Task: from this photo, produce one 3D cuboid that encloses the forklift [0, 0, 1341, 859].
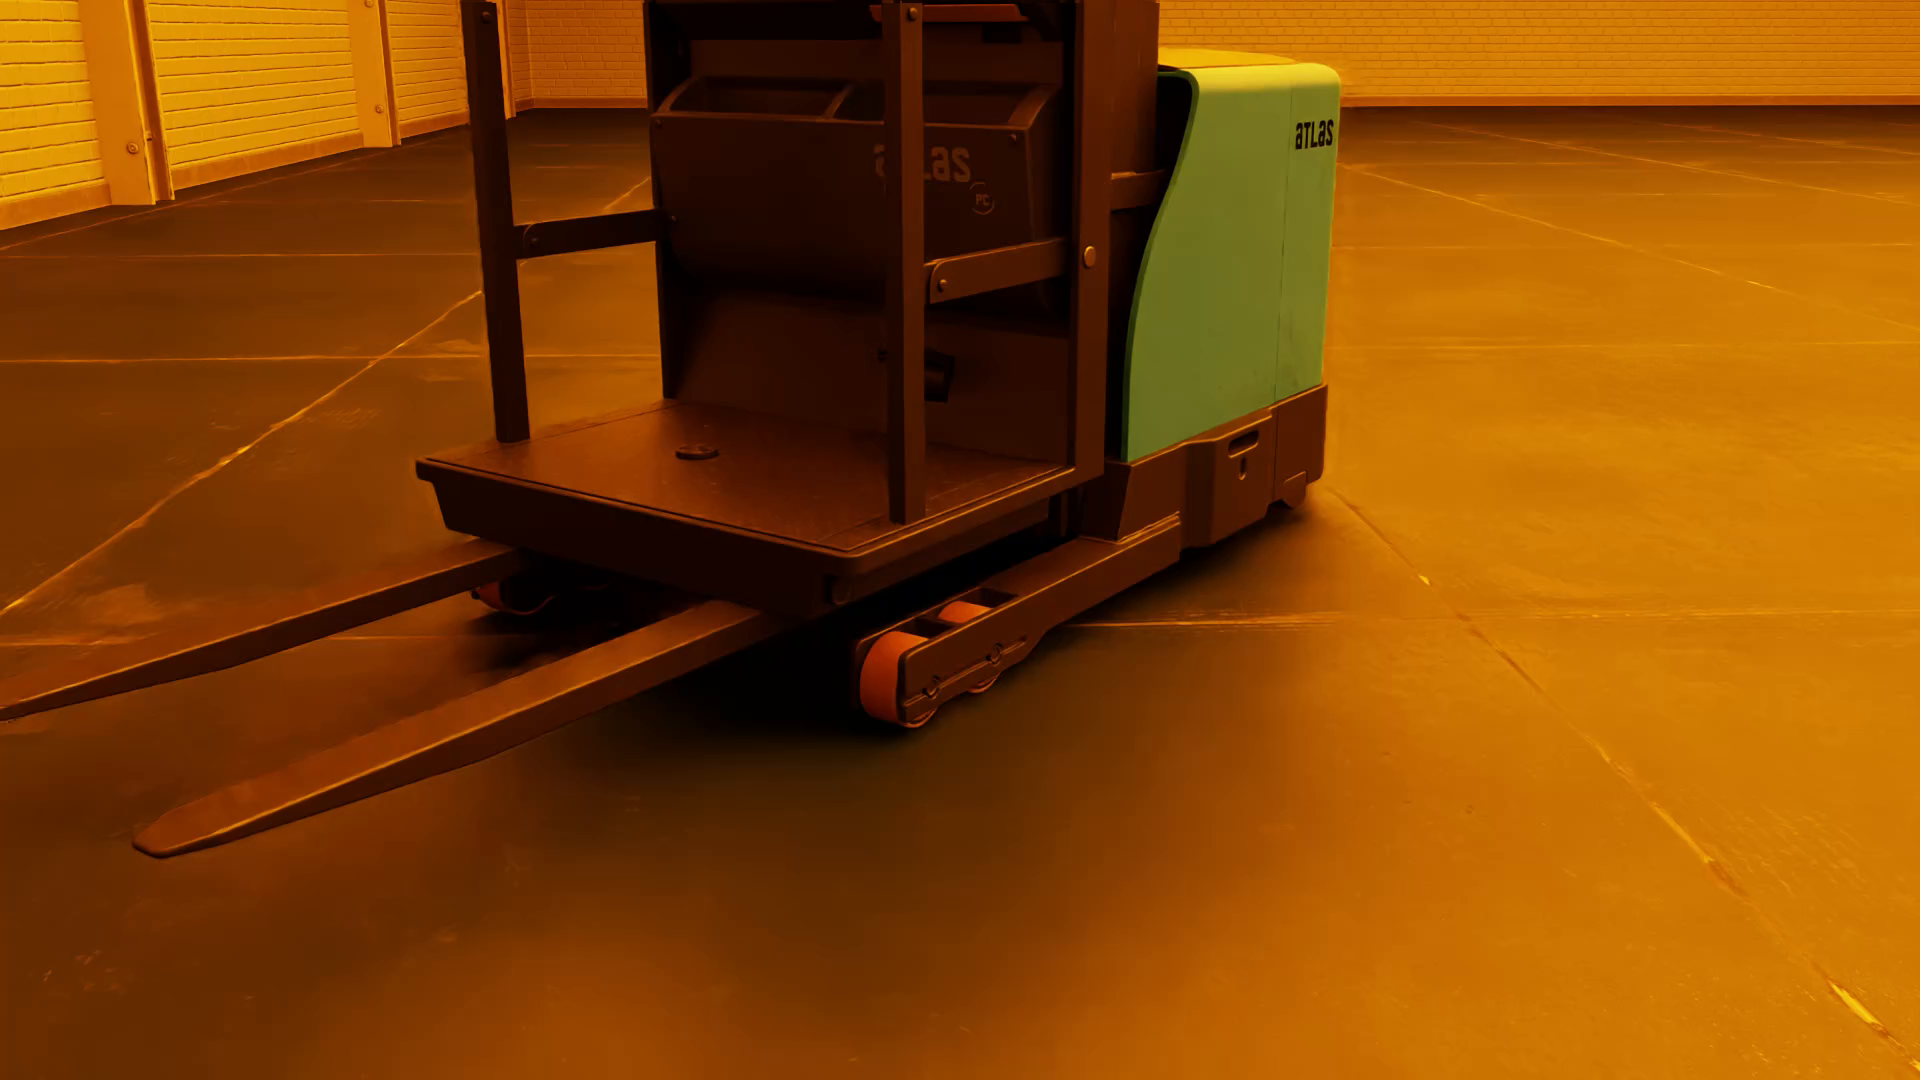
[{"bbox_3d":[-0.341,-1.237,2.951,1.130,2.935,3.031,12,21,33],"label":"forklift"}]
